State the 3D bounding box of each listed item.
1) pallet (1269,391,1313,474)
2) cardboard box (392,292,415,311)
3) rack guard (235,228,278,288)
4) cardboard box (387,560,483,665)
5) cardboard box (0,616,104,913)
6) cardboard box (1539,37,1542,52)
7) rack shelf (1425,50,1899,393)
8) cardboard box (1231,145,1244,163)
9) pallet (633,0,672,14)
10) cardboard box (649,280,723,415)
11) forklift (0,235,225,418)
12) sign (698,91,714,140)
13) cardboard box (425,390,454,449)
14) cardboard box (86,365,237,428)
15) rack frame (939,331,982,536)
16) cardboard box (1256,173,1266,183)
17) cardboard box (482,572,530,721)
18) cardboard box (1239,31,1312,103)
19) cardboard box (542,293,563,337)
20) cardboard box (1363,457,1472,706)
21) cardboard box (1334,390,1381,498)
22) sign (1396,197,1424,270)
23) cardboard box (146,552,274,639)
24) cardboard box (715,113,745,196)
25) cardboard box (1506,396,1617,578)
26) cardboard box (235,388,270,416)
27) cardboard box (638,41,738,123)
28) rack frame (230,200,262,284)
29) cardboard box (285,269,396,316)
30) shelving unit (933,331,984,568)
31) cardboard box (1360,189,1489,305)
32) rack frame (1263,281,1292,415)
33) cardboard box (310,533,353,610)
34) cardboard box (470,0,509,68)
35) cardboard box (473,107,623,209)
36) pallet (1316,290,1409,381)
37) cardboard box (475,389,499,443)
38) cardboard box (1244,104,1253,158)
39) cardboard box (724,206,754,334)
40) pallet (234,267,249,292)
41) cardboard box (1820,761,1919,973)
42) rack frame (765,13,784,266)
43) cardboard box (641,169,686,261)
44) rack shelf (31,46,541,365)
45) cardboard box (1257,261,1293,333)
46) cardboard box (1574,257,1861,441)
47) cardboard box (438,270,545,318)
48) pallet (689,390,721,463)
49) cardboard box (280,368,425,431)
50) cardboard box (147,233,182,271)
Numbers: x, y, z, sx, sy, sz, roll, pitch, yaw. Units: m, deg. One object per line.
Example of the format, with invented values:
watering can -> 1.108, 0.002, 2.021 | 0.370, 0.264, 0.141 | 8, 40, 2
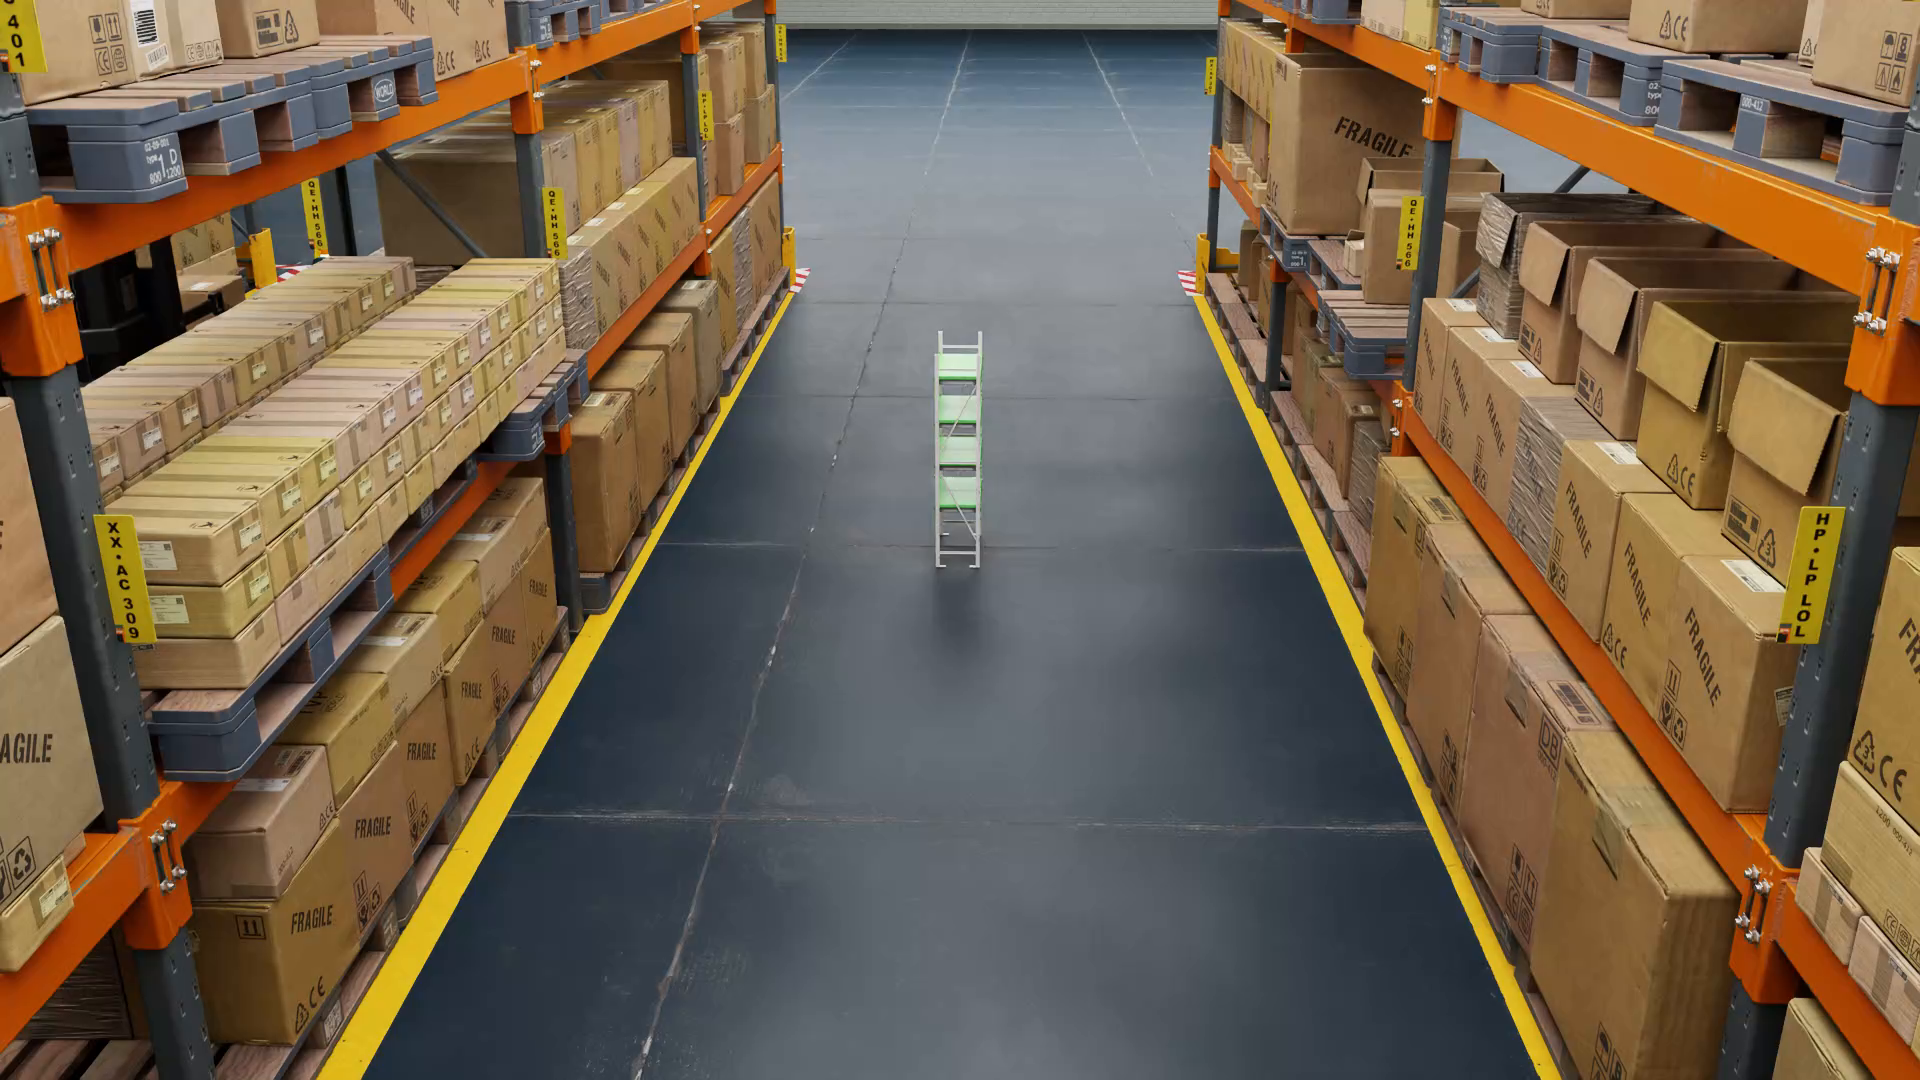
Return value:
pallet -> 2.651, -0.725, 11.107 | 1.003, 0.211, 1.213 | 1, 21, 2
cardboard box -> -2.619, -0.997, 7.306 | 0.380, 0.149, 0.250 | 2, 21, 4
rack guard -> -7.113, -2.669, 15.718 | 1.175, 0.500, 0.348 | 1, 21, 2
cardboard box -> -2.198, 0.285, 6.487 | 0.500, 0.250, 0.500 | 1, 21, 3
cardboard box -> -2.257, 0.487, 3.577 | 0.500, 0.500, 0.500 | 1, 21, 2
cardboard box -> 2.820, -2.356, 7.516 | 0.500, 0.250, 0.500 | 1, 21, 3
rack shelf -> 2.491, -1.201, 5.324 | 1.077, 0.370, 4.000 | 1, 21, 2
cardboard box -> 2.511, -3.265, 14.143 | 0.380, 0.149, 0.250 | 1, 21, 2
pallet -> -2.260, -3.375, 10.199 | 0.805, 0.209, 1.217 | 0, 21, -1
cardboard box -> -2.211, -1.320, 11.313 | 1.050, 0.750, 0.750 | 1, 21, 1
forklift -> -4.695, -1.399, 9.082 | 1.130, 2.935, 3.031 | 1, 21, 2
sign -> -1.739, -2.898, 11.361 | 0.100, 0.325, 0.005 | 1, 21, 2
cardboard box -> -2.008, -0.426, 5.835 | 0.380, 0.149, 0.250 | 0, 21, 1
cardboard box -> -2.667, -0.480, 5.564 | 0.380, 0.149, 0.250 | 0, 21, -1
rack frame -> 0.002, -0.588, 9.385 | 0.240, 1.200, 0.015 | 1, 21, 2
cardboard box -> 2.473, -2.722, 12.745 | 0.380, 0.149, 0.250 | 1, 21, 2
cardboard box -> -2.181, 0.446, 7.107 | 0.500, 0.500, 0.500 | 1, 21, 4
cardboard box -> 2.460, -3.666, 12.900 | 0.500, 0.500, 0.500 | 1, 21, 2
cardboard box -> -1.963, -0.985, 7.278 | 0.380, 0.149, 0.250 | 1, 21, 3
cardboard box -> 2.510, 0.183, 7.266 | 1.225, 0.875, 0.875 | 0, 21, -1
cardboard box -> 2.566, -0.549, 9.644 | 0.700, 0.500, 0.500 | 2, 21, 6
sign -> 2.009, -1.366, 7.412 | 0.100, 0.325, 0.005 | 1, 21, 2
cardboard box -> -2.053, 0.140, 4.377 | 0.380, 0.149, 0.250 | 1, 21, 2
cardboard box -> -2.154, -2.995, 12.893 | 0.875, 0.550, 0.550 | 1, 21, 2
cardboard box -> 2.222, -0.182, 5.713 | 0.500, 0.500, 0.500 | 1, 21, 2
cardboard box -> -2.661, -0.433, 5.854 | 0.380, 0.149, 0.250 | 1, 21, 4
cardboard box -> -2.182, -3.498, 12.698 | 0.875, 0.550, 0.550 | 1, 21, 2
rack frame -> -7.111, -3.862, 15.336 | 1.000, 3.000, 0.127 | 1, 21, 2
cardboard box -> -2.616, -1.046, 7.021 | 0.380, 0.149, 0.250 | 0, 21, 0
shelving unit -> -0.005, -0.500, 9.158 | 0.258, 1.200, 0.503 | 1, 21, 2
cardboard box -> 2.445, -1.502, 8.534 | 0.700, 0.500, 0.500 | 4, 22, 10
rack frame -> 2.673, -2.307, 11.328 | 1.000, 3.000, 0.127 | 1, 21, 2
cardboard box -> -2.039, 0.088, 4.923 | 0.380, 0.149, 0.250 | 1, 21, 2
cardboard box -> -2.167, -2.188, 6.735 | 0.500, 0.500, 0.500 | 1, 21, 2
cardboard box -> -2.337, -2.180, 9.480 | 0.700, 0.500, 0.500 | 0, 21, 1
pallet -> 2.467, -1.030, 8.302 | 1.213, 0.211, 1.003 | 1, 21, 2
cardboard box -> -1.993, -0.477, 6.378 | 0.380, 0.149, 0.250 | 0, 21, -1
cardboard box -> 2.797, -3.377, 13.537 | 0.875, 0.500, 0.500 | 1, 21, 2
cardboard box -> -2.169, -2.156, 13.295 | 0.875, 0.875, 0.875 | 1, 21, 2
pallet -> -7.173, -2.241, 15.014 | 1.003, 0.211, 1.213 | 1, 21, 2
cardboard box -> 2.154, 0.684, 3.416 | 0.500, 0.250, 0.500 | 0, 21, 1
rack frame -> -2.160, -3.844, 15.290 | 1.000, 3.000, 0.127 | 1, 21, 2
cardboard box -> -2.046, -2.070, 10.580 | 0.500, 0.500, 0.500 | 0, 21, 1
rack shelf -> -2.464, -1.292, 5.559 | 1.077, 0.370, 4.000 | 1, 21, 2
cardboard box -> 2.675, -1.914, 13.190 | 0.500, 0.500, 0.500 | -1, 21, -3
cardboard box -> 2.477, -0.633, 5.488 | 0.797, 0.503, 0.637 | 1, 21, 3
cardboard box -> -1.970, -1.035, 6.993 | 0.380, 0.149, 0.250 | 0, 21, 1
pallet -> -2.230, -0.818, 11.346 | 1.003, 0.211, 1.213 | 1, 21, 2
cardboard box -> -2.015, -0.466, 5.529 | 0.380, 0.149, 0.250 | 1, 21, 4
cardboard box -> -6.909, -2.462, 13.911 | 0.500, 0.500, 0.500 | 0, 21, 0
